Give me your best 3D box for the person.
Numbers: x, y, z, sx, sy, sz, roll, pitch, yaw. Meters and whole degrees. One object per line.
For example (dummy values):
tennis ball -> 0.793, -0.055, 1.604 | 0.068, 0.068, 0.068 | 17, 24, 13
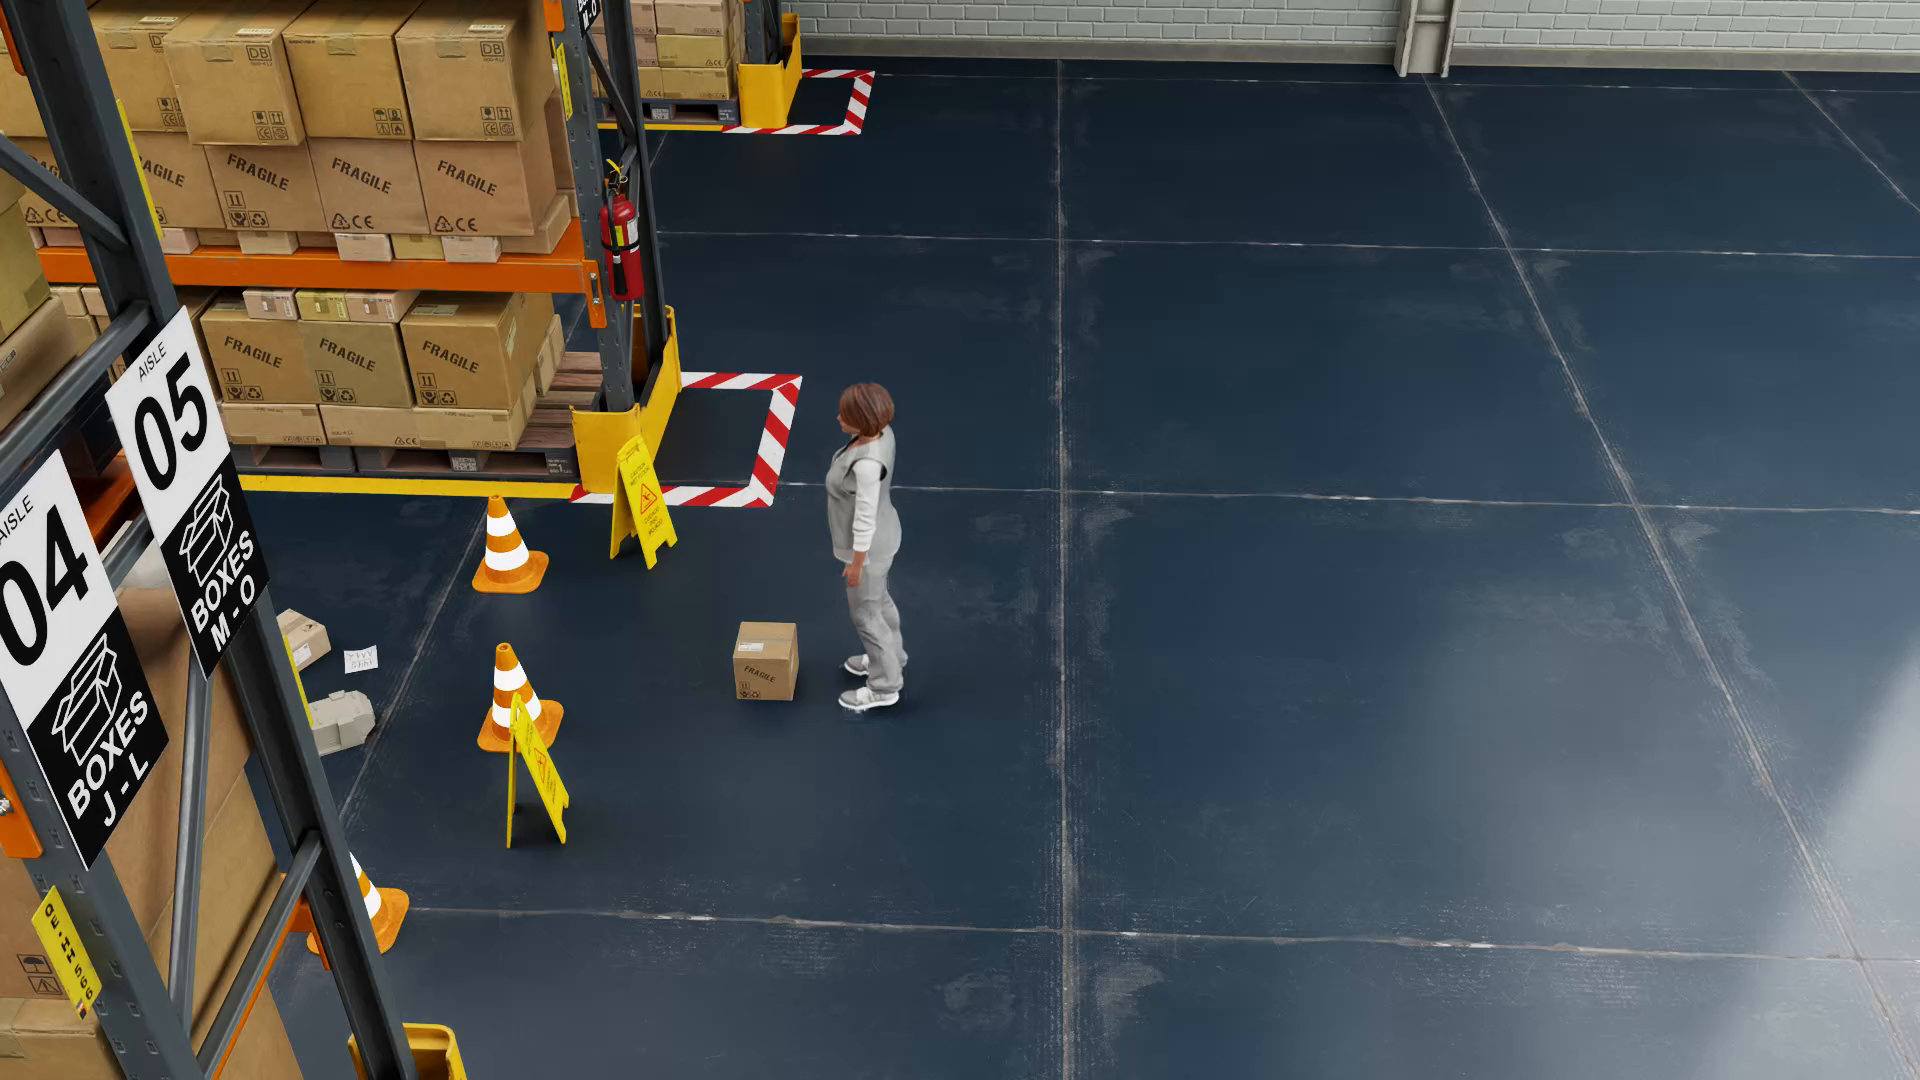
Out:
person -> -0.396, 0.028, 7.084 | 0.308, 1.601, 0.406 | 2, 36, 3
